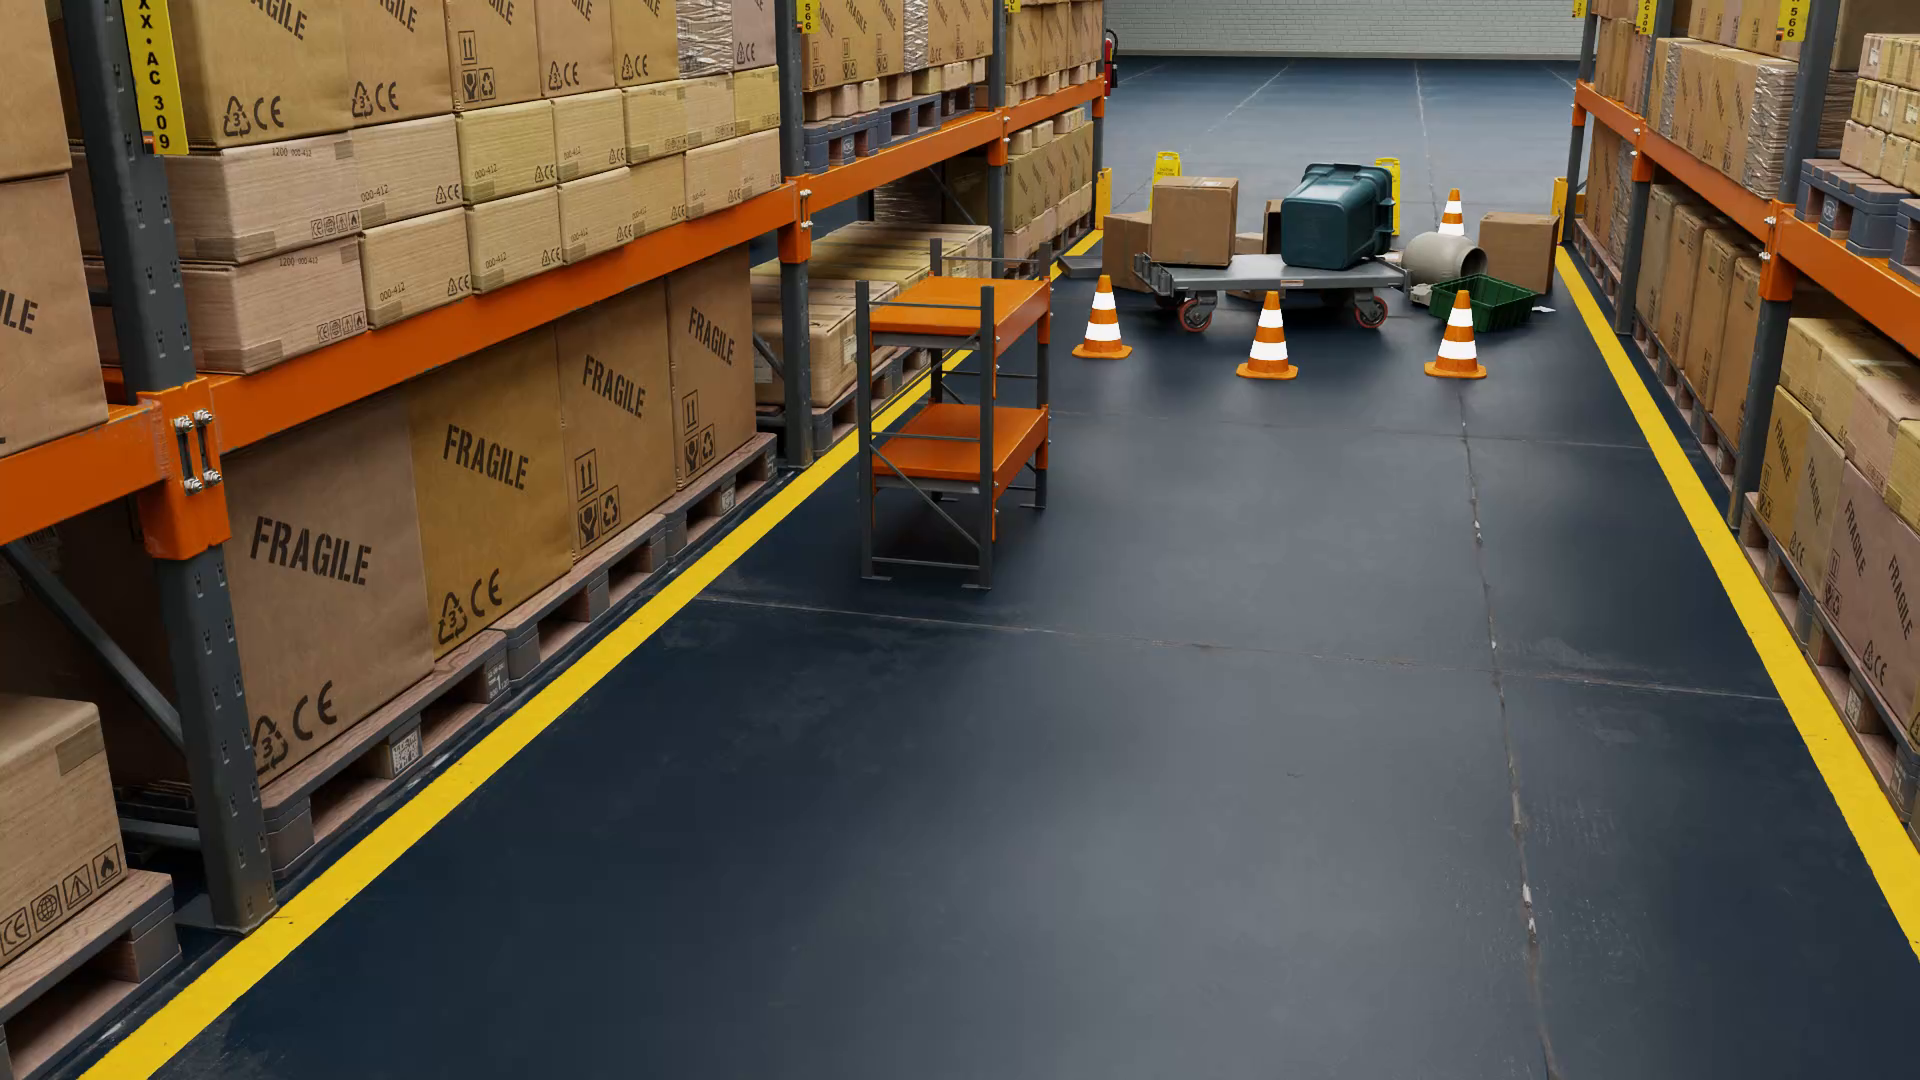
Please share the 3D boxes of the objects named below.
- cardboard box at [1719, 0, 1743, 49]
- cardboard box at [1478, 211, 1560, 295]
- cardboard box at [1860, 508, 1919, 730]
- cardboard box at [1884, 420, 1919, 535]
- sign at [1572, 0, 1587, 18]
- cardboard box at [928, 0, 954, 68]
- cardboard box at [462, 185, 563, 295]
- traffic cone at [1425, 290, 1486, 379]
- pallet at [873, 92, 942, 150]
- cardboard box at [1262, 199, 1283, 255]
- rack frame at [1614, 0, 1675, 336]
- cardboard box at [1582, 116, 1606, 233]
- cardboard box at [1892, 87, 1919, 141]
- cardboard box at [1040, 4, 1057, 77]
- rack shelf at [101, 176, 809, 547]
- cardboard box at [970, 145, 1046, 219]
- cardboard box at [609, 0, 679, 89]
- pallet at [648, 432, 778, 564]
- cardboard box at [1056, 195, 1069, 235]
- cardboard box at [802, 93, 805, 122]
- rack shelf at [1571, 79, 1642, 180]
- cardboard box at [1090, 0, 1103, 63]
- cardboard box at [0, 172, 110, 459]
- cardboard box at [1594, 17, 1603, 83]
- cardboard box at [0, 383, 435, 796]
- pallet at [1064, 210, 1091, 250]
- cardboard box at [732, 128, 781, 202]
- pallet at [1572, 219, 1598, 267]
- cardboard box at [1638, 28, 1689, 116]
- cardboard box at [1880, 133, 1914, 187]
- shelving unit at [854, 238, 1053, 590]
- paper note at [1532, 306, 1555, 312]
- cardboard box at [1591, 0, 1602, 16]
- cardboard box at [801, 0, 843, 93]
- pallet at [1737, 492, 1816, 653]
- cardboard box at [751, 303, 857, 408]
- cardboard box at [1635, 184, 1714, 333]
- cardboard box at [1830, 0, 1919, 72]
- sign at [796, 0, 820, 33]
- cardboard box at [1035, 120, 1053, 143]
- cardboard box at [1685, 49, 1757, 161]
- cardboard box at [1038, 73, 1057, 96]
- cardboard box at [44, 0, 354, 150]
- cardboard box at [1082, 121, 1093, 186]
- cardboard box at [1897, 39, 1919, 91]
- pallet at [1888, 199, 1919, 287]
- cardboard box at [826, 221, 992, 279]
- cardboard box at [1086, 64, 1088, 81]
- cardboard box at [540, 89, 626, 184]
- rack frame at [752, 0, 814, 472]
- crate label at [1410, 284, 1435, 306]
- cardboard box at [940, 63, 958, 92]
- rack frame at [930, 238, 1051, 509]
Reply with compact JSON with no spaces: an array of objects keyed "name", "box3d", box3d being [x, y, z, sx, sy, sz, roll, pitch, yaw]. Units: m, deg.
[{"name":"cardboard box","box3d":[4.261,-2.730,8.338,0.700,0.500,0.500,5,19,14]},{"name":"cardboard box","box3d":[4.008,-2.071,11.974,0.500,0.500,0.500,8,21,23]},{"name":"cardboard box","box3d":[2.861,0.233,4.581,0.500,0.500,0.500,4,19,12]},{"name":"cardboard box","box3d":[2.860,-0.129,4.481,0.500,0.250,0.500,4,19,11]},{"name":"sign","box3d":[5.064,-4.432,13.560,0.100,0.325,0.005,5,19,13]},{"name":"cardboard box","box3d":[-0.343,-2.952,9.424,0.500,0.500,0.500,5,20,15]},{"name":"cardboard box","box3d":[-1.526,-0.905,4.928,0.500,0.250,0.500,4,19,13]},{"name":"traffic cone","box3d":[2.832,-1.184,9.437,0.336,0.463,0.334,5,19,13]},{"name":"pallet","box3d":[-0.734,-2.324,9.147,1.003,0.211,1.213,5,19,13]},{"name":"cardboard box","box3d":[2.582,-2.137,11.955,0.797,0.637,0.503,5,19,13]},{"name":"rack frame","box3d":[4.624,-2.685,9.908,1.000,3.000,0.127,5,19,13]},{"name":"cardboard box","box3d":[5.499,-2.914,13.217,0.875,0.875,0.875,5,19,14]},{"name":"cardboard box","box3d":[3.207,-1.347,5.270,0.380,0.149,0.250,4,19,12]},{"name":"cardboard box","box3d":[0.412,-3.664,12.159,0.500,0.500,0.500,4,19,13]},{"name":"rack shelf","box3d":[-1.667,-0.823,5.571,1.077,0.370,4.000,5,19,13]},{"name":"cardboard box","box3d":[0.324,-2.629,12.189,0.500,0.500,0.500,5,20,16]},{"name":"cardboard box","box3d":[-1.296,-1.812,5.650,0.500,0.500,0.500,5,19,13]},{"name":"pallet","box3d":[-1.444,-0.230,7.034,1.003,0.211,1.213,5,19,13]},{"name":"cardboard box","box3d":[0.583,-2.595,13.248,0.500,0.250,0.500,4,19,11]},{"name":"cardboard box","box3d":[-0.919,-1.958,7.518,0.380,0.149,0.250,4,19,10]},{"name":"rack shelf","box3d":[5.112,-2.972,11.860,1.077,0.370,4.000,5,19,13]},{"name":"cardboard box","box3d":[0.911,-4.294,14.005,0.500,0.500,0.500,4,19,12]},{"name":"cardboard box","box3d":[-2.021,-0.419,3.118,0.500,0.500,0.500,5,19,14]},{"name":"cardboard box","box3d":[5.554,-3.890,13.204,0.875,0.550,0.550,5,19,13]},{"name":"cardboard box","box3d":[-2.082,0.069,4.482,0.875,0.875,0.875,5,20,15]},{"name":"pallet","box3d":[0.525,-2.703,14.274,1.003,0.211,1.213,5,19,13]},{"name":"cardboard box","box3d":[-1.050,-1.541,6.790,0.500,0.250,0.500,4,19,11]},{"name":"pallet","box3d":[5.482,-2.363,13.278,1.003,0.211,1.213,5,19,13]},{"name":"cardboard box","box3d":[4.702,-2.873,10.226,0.875,0.550,0.550,5,19,13]},{"name":"cardboard box","box3d":[3.210,-1.218,5.353,0.380,0.149,0.250,6,20,16]},{"name":"shelving unit","box3d":[-0.002,-0.530,6.500,0.538,1.125,1.048,5,19,13]},{"name":"paper note","box3d":[3.910,-1.563,11.215,0.147,0.020,0.142,-9,21,-24]},{"name":"cardboard box","box3d":[5.473,-4.408,13.049,0.875,0.550,0.550,5,19,13]},{"name":"cardboard box","box3d":[-0.844,-2.300,7.517,0.500,0.500,0.500,4,19,12]},{"name":"pallet","box3d":[3.454,0.133,5.972,1.003,0.211,1.213,5,19,13]},{"name":"cardboard box","box3d":[-1.031,-0.922,8.163,0.950,0.372,0.625,3,19,10]},{"name":"cardboard box","box3d":[4.559,-1.618,9.614,1.050,0.750,0.750,5,19,13]},{"name":"cardboard box","box3d":[3.766,-2.092,6.470,0.700,0.500,0.500,5,19,13]},{"name":"sign","box3d":[-0.639,-2.296,6.977,0.100,0.325,0.005,5,19,13]},{"name":"cardboard box","box3d":[0.480,-3.048,12.410,0.380,0.149,0.250,6,20,17]},{"name":"cardboard box","box3d":[3.863,-2.115,8.084,0.500,0.500,0.500,5,19,14]},{"name":"cardboard box","box3d":[0.509,-3.399,12.387,0.380,0.149,0.250,5,19,14]},{"name":"cardboard box","box3d":[-1.769,-1.173,3.779,0.500,0.500,0.500,5,19,14]},{"name":"cardboard box","box3d":[0.833,-3.279,14.091,0.500,0.500,0.500,5,19,14]},{"name":"cardboard box","box3d":[3.218,-1.502,5.264,0.380,0.149,0.250,5,19,13]},{"name":"pallet","box3d":[3.202,-0.717,4.443,1.003,0.211,1.213,5,19,13]},{"name":"cardboard box","box3d":[-0.327,-1.835,10.835,0.950,0.372,0.625,5,19,14]},{"name":"cardboard box","box3d":[0.855,-3.878,13.790,0.380,0.149,0.250,4,19,12]},{"name":"cardboard box","box3d":[-1.404,-1.299,5.307,0.500,0.250,0.500,4,19,12]},{"name":"rack frame","box3d":[-1.178,-1.791,7.290,1.000,3.000,0.127,5,19,13]},{"name":"crate label","box3d":[3.233,-1.667,11.355,0.298,0.136,0.250,-9,21,-24]},{"name":"cardboard box","box3d":[-0.228,-2.696,9.680,0.380,0.149,0.250,5,19,14]},{"name":"rack frame","box3d":[0.123,-0.690,6.966,0.500,1.125,0.032,5,19,13]}]
